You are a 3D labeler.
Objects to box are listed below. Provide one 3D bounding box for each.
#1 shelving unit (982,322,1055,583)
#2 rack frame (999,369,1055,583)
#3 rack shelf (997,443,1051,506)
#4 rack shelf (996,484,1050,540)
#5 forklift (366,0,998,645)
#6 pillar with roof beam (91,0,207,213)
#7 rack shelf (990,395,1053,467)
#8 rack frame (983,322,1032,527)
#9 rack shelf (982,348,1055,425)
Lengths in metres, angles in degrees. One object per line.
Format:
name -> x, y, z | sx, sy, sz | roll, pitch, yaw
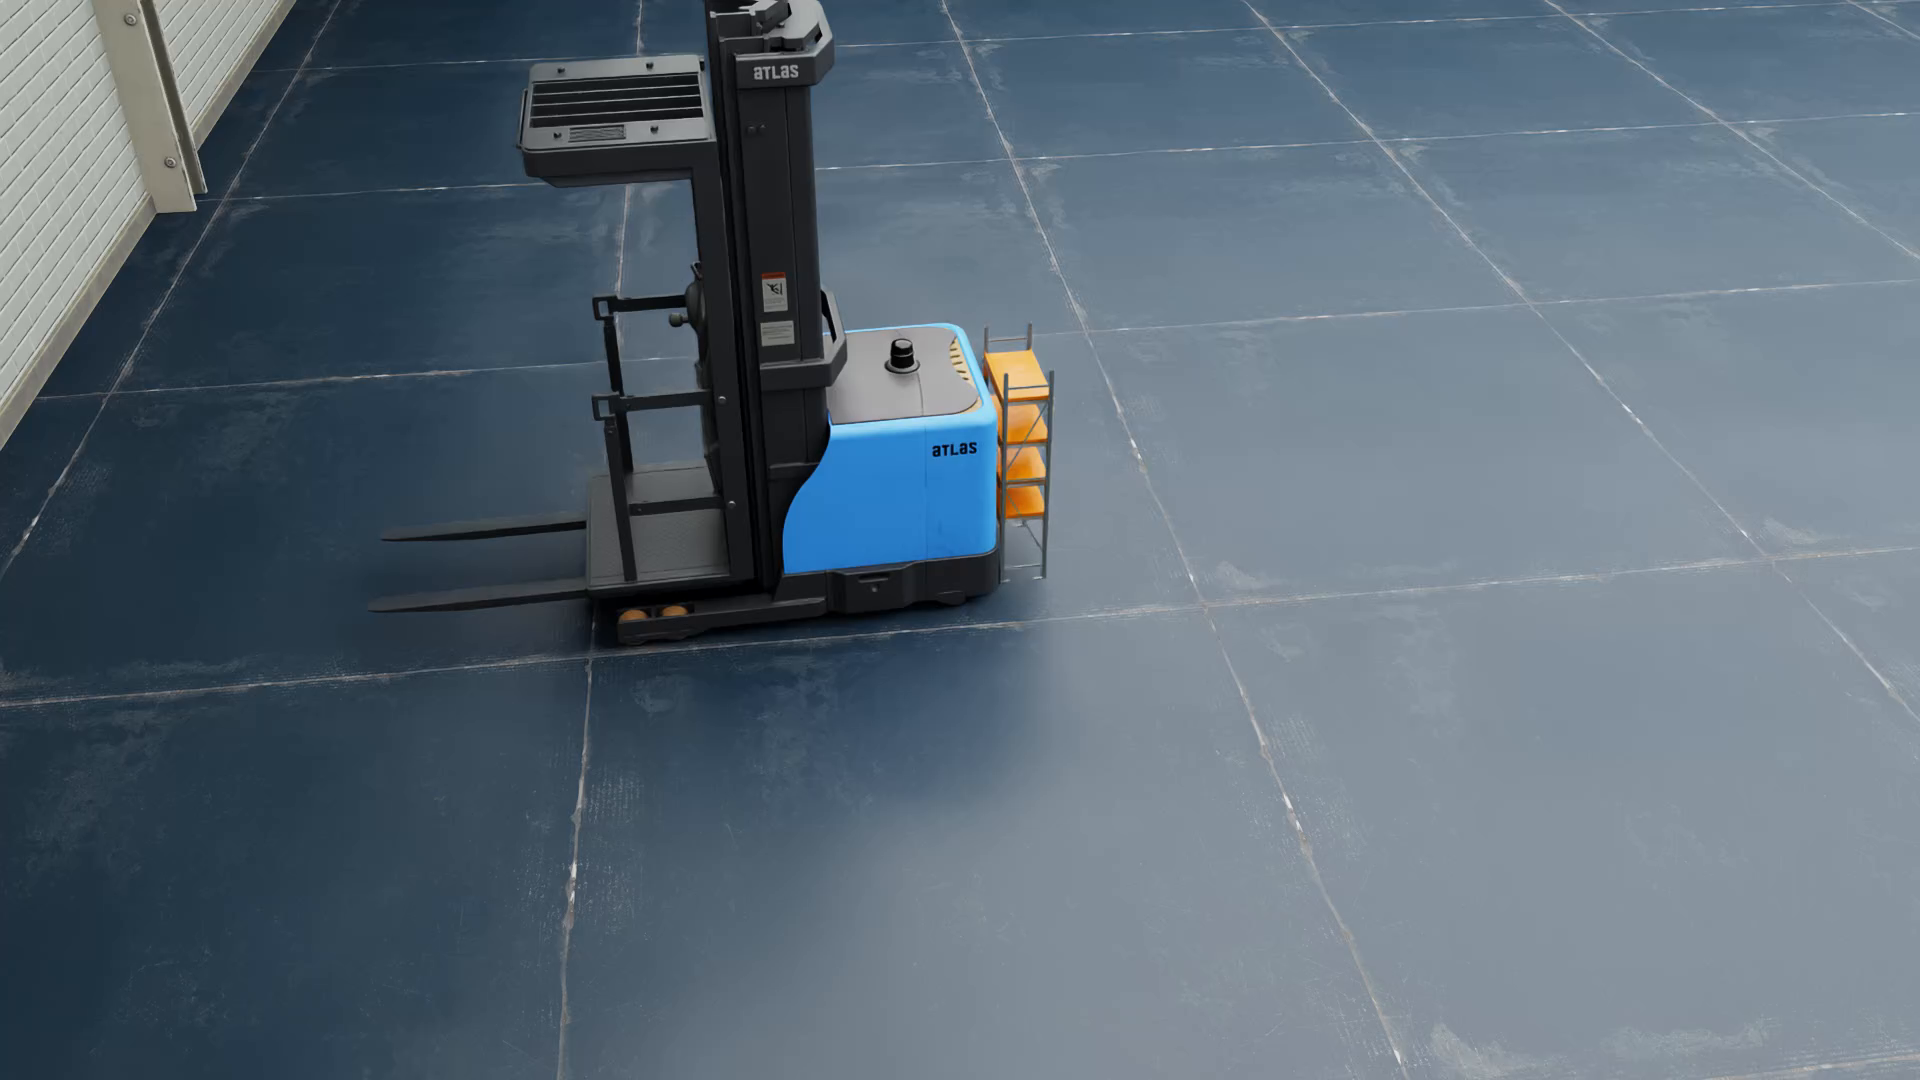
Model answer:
shelving unit -> 0.277, -0.427, 8.310 | 0.258, 1.200, 0.503 | -6, 35, -9
rack frame -> 0.320, -0.292, 8.112 | 0.240, 1.200, 0.015 | -6, 35, -9
rack shelf -> 0.277, -0.372, 8.348 | 0.258, 0.148, 0.480 | -6, 35, -9
rack shelf -> 0.276, -0.207, 8.460 | 0.258, 0.148, 0.480 | -6, 35, -9
forklift -> -1.378, -1.030, 7.658 | 3.031, 2.935, 1.130 | -6, 35, -8
pillar with roof beam -> -1.585, -6.583, 10.419 | 9.100, 9.000, 0.400 | -4, 35, -6
rack shelf -> 0.278, -0.556, 8.222 | 0.258, 0.148, 0.480 | -6, 35, -9
rack frame -> 0.234, -0.562, 8.509 | 0.240, 1.200, 0.015 | -6, 35, -9
rack shelf -> 0.279, -0.752, 8.089 | 0.258, 0.148, 0.480 | -6, 35, -9
